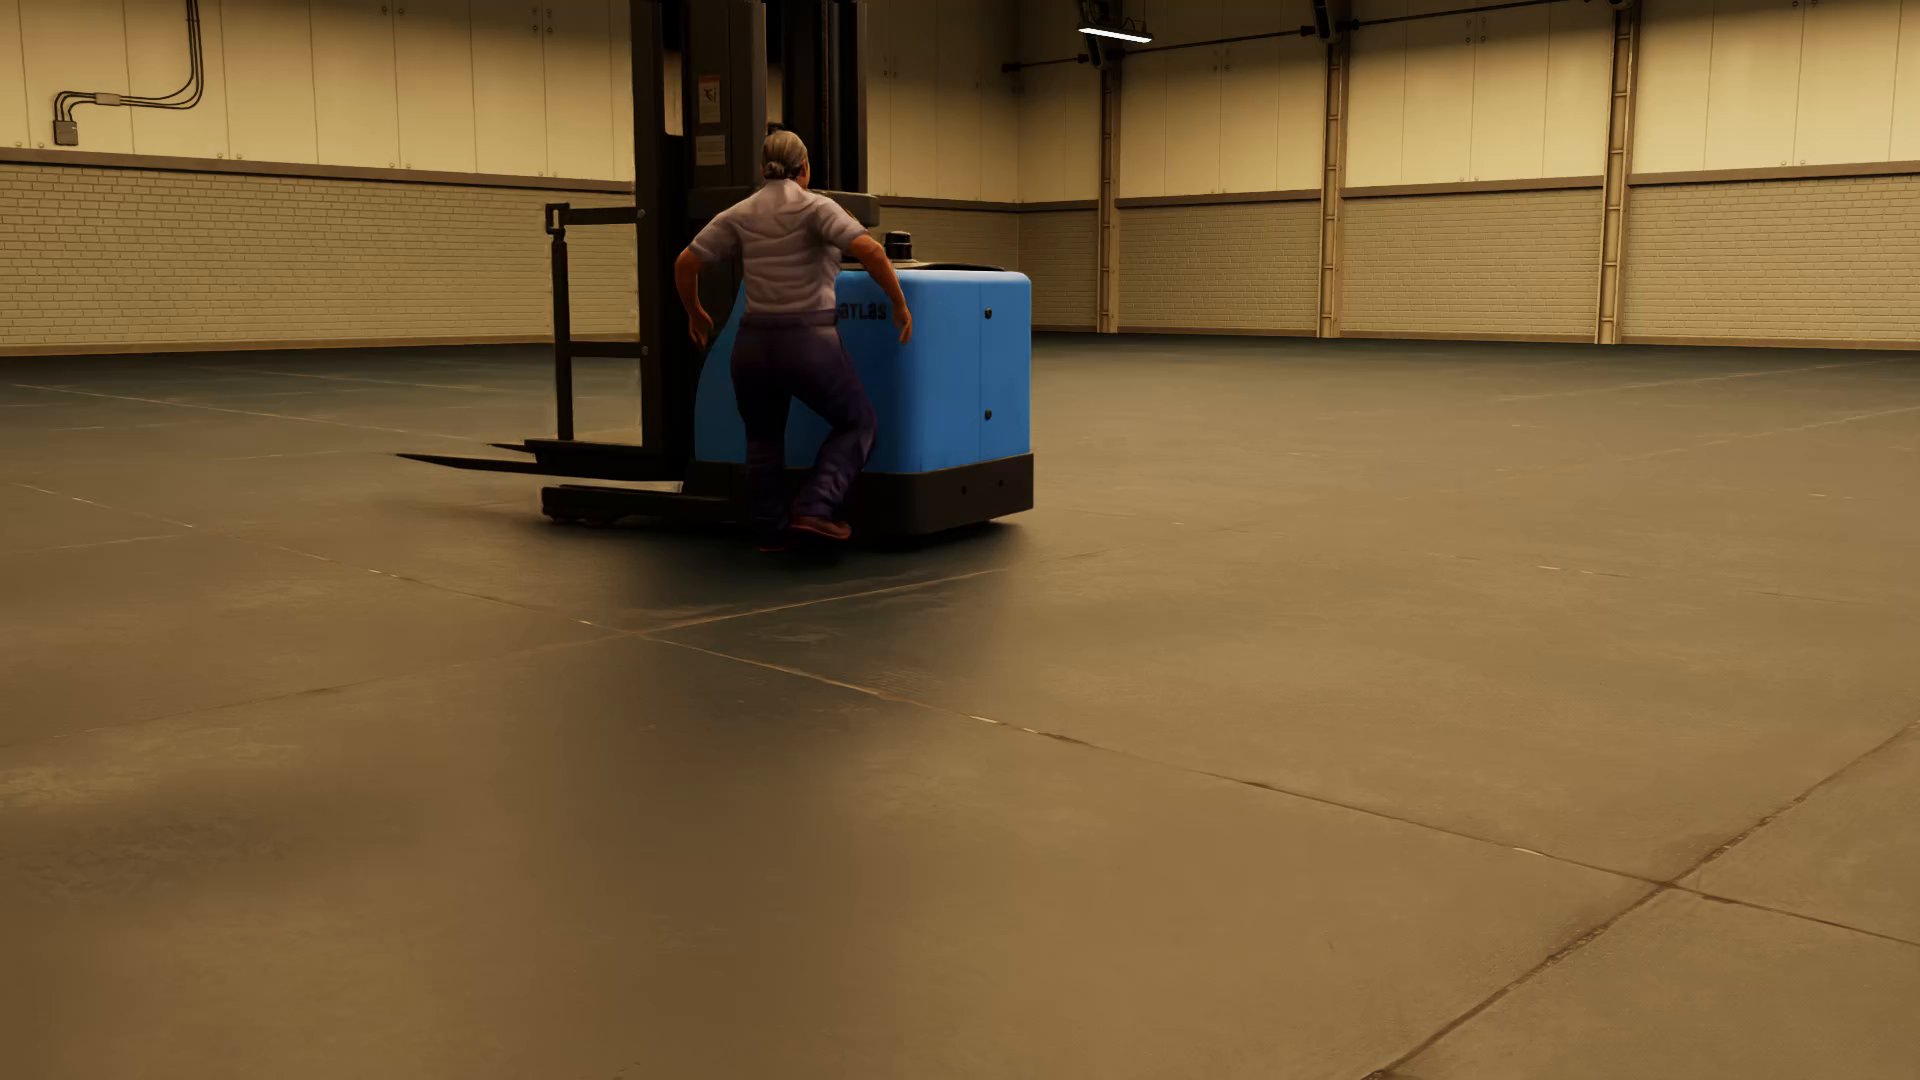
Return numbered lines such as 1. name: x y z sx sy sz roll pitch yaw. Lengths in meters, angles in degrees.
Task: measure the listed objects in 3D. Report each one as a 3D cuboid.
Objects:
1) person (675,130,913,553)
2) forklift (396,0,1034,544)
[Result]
1. person: -0.583 -0.704 6.182 0.890 1.572 0.633 4 9 25
2. forklift: -1.219 -1.568 7.287 3.031 2.935 1.130 5 10 30
